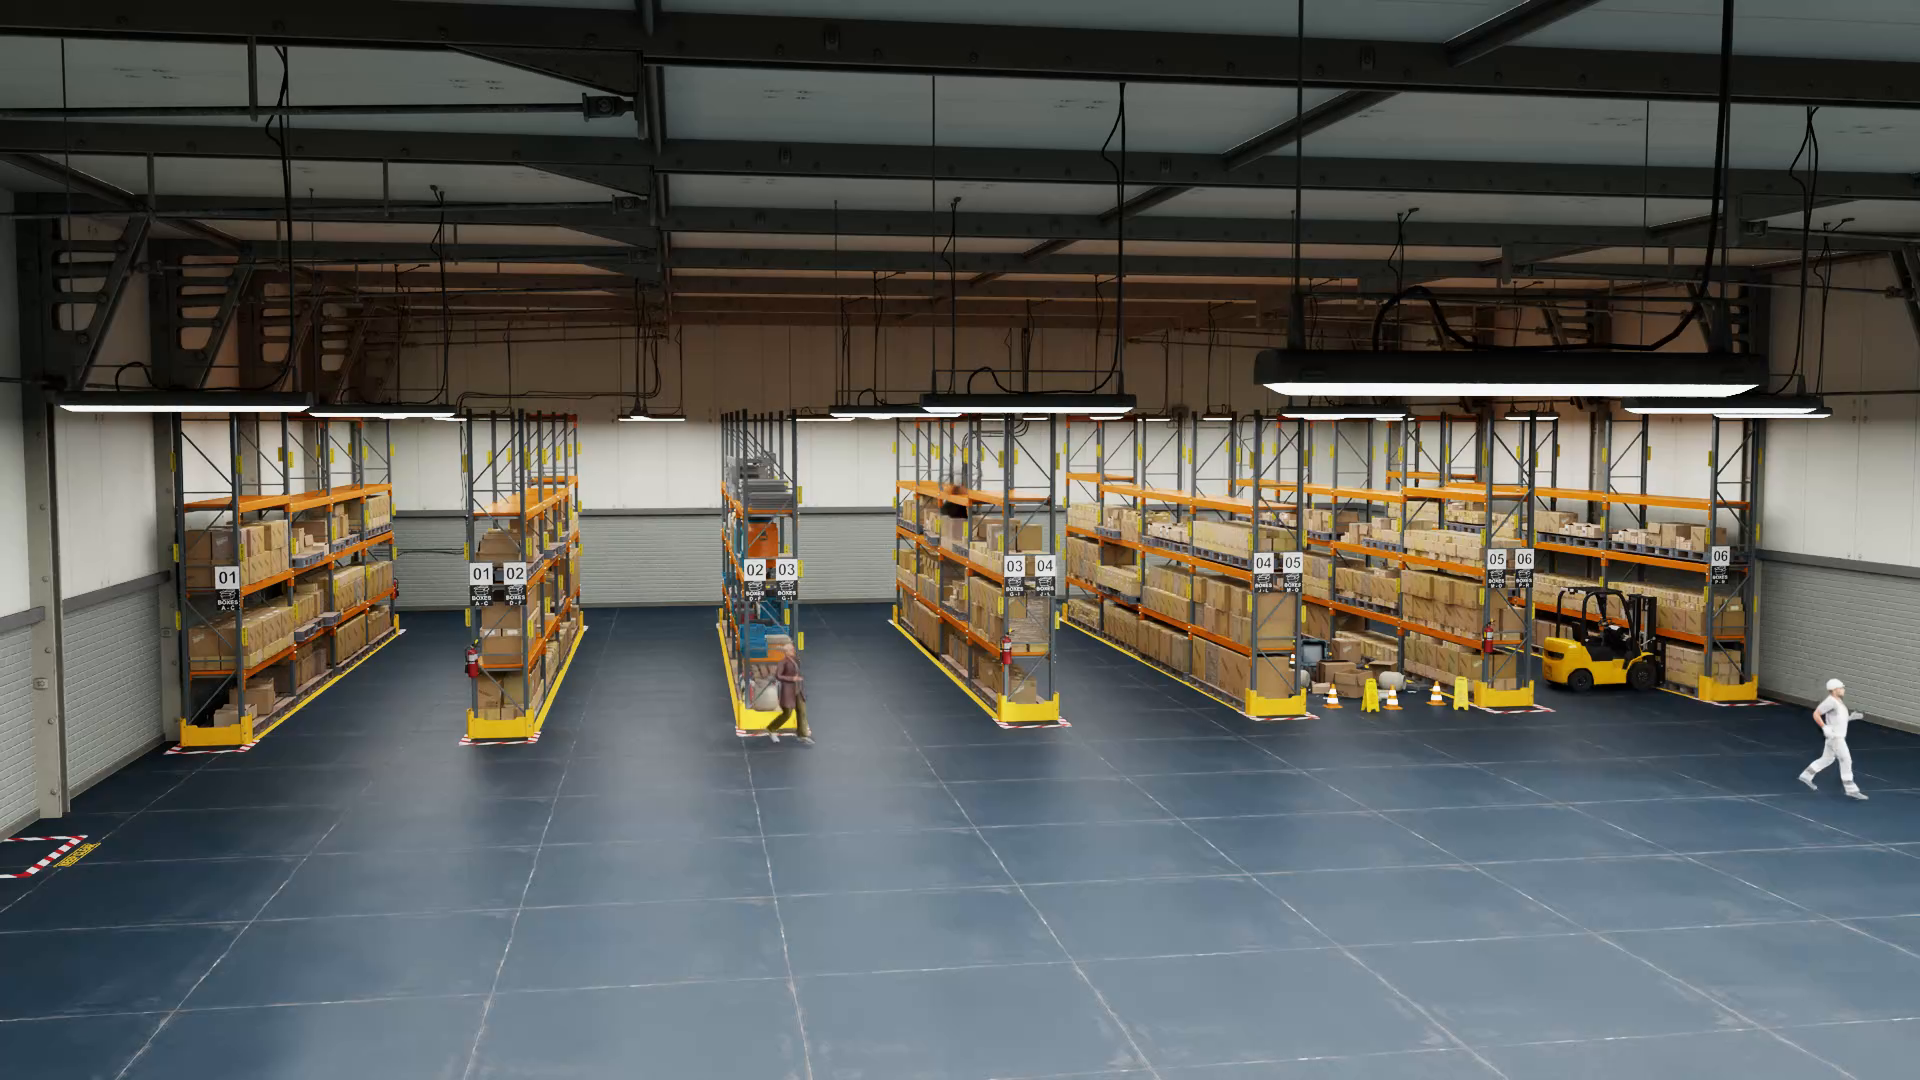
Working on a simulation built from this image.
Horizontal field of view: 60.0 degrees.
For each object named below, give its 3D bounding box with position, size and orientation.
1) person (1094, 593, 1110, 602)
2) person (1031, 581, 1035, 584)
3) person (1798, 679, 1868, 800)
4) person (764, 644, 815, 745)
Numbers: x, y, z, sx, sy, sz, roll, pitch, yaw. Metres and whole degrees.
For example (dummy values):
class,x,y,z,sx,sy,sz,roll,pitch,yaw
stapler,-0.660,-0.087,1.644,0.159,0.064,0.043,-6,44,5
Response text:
class,x,y,z,sx,sy,sz,roll,pitch,yaw
person,4.255,1.393,49.796,0.766,1.731,0.564,-3,5,-41
person,2.100,1.578,46.628,0.710,1.763,0.954,0,4,-1
person,13.402,3.021,25.442,0.952,1.787,0.659,3,5,33
person,-3.046,2.755,29.680,0.940,1.801,0.717,2,4,26
